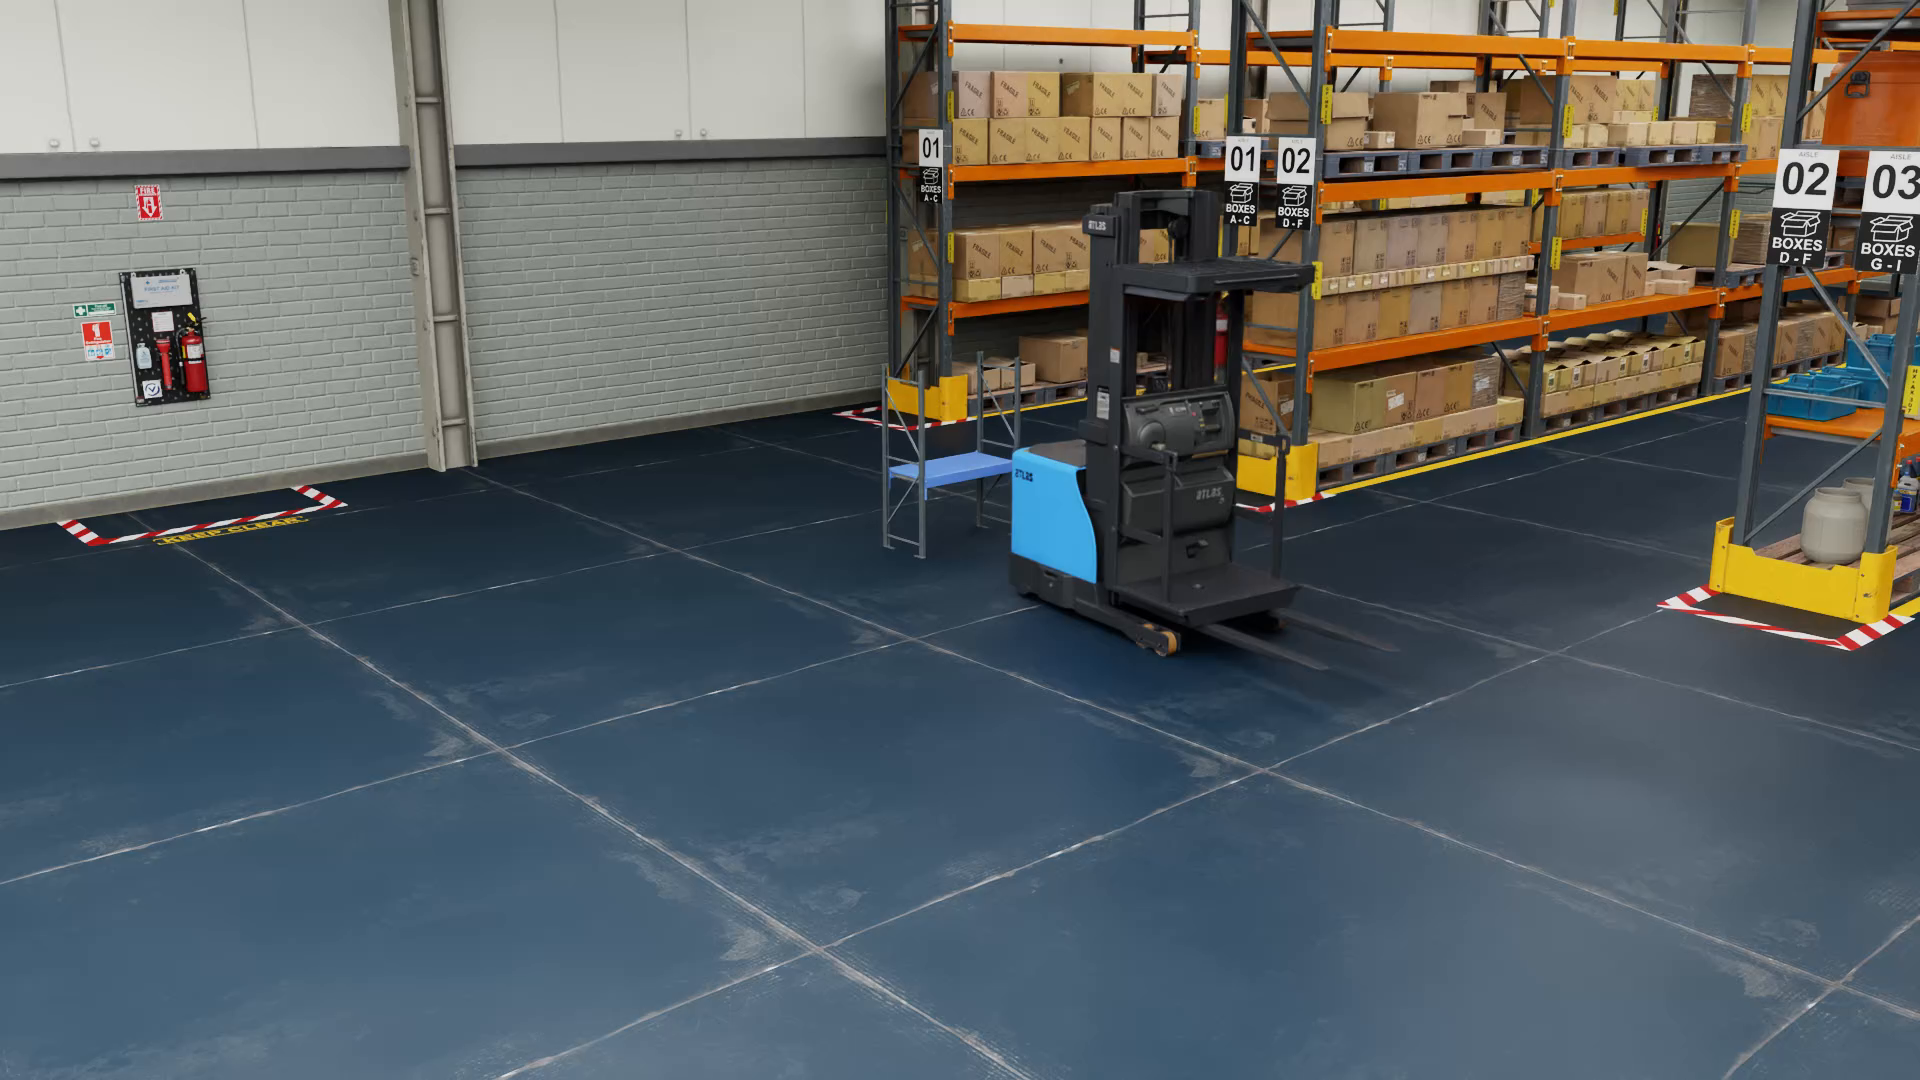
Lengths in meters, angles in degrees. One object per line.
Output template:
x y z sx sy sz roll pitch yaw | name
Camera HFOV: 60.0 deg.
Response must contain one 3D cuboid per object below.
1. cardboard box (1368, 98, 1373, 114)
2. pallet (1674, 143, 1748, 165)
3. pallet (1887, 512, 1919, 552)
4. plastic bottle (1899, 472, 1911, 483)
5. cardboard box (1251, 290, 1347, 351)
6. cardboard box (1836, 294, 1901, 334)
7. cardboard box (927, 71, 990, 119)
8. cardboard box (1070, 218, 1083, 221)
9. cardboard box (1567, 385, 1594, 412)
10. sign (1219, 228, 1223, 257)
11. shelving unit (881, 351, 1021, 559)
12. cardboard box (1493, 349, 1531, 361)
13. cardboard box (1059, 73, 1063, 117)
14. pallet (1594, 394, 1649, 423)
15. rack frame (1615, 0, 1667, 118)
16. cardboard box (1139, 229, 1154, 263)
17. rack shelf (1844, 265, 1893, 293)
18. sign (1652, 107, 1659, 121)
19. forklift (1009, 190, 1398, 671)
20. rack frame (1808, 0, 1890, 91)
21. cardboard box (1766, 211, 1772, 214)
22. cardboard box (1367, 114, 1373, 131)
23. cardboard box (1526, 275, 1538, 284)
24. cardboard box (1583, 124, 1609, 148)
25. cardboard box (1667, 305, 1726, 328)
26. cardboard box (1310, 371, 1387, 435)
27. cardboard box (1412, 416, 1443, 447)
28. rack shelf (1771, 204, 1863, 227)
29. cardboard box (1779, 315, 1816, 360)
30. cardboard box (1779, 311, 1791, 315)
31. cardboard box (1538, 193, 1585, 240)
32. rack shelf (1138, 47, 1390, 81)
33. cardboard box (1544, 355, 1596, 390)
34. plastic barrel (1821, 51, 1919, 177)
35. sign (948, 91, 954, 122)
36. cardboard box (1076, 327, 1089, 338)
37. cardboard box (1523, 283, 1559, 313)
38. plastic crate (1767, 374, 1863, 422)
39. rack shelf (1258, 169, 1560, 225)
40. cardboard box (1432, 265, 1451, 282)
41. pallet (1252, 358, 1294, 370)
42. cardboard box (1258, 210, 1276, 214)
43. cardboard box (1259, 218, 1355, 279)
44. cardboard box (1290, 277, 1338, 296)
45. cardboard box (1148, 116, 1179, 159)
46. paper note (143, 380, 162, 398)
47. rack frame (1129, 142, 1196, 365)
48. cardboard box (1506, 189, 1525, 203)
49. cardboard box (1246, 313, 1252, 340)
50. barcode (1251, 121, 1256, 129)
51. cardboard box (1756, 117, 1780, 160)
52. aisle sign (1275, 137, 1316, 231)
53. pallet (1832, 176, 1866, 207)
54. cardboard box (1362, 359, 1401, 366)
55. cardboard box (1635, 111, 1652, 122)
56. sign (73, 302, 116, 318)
5.895 -6.066 23.789 0.700 0.500 0.500 14 21 43 | cardboard box
8.375 -4.526 19.435 1.003 0.211 1.213 -12 19 -37 | pallet
7.605 0.003 13.331 1.213 0.211 1.003 -13 19 -39 | pallet
7.950 -0.432 13.990 0.097 0.271 0.097 0 15 0 | plastic bottle
3.154 -2.070 15.494 0.500 0.500 0.700 -13 19 -39 | cardboard box
13.260 -3.304 24.291 0.637 0.503 0.797 -13 19 -39 | cardboard box
-0.011 -4.917 18.364 0.500 0.500 0.500 14 21 43 | cardboard box
1.672 -3.760 20.814 0.500 0.500 0.500 -13 20 -40 | cardboard box
6.665 -1.604 18.456 0.500 0.250 0.500 -12 19 -38 | cardboard box
2.448 -2.727 15.444 0.005 0.325 0.100 -13 19 -39 | sign
-0.064 -0.710 13.502 1.048 1.500 0.538 -13 19 -39 | shelving unit
6.317 -1.982 18.785 0.500 0.311 0.500 -12 19 -38 | cardboard box
0.868 -5.281 19.725 0.500 0.500 0.500 -13 20 -39 | cardboard box
7.262 -1.616 19.390 1.213 0.211 1.003 -13 19 -39 | pallet
11.609 -8.518 28.201 0.127 3.000 1.000 -13 19 -39 | rack frame
2.030 -3.660 20.439 0.500 0.500 0.500 -13 20 -40 | cardboard box
13.355 -3.969 24.192 4.000 0.370 1.077 -13 19 -39 | rack shelf
8.474 -5.105 20.237 0.005 0.325 0.100 -13 19 -39 | sign
1.603 -0.793 11.040 1.130 2.935 3.031 -10 18 -33 | forklift
11.846 -6.876 22.056 0.127 3.000 1.000 -13 19 -39 | rack frame
11.342 -4.193 22.626 0.700 0.500 0.500 8 17 28 | cardboard box
3.909 -3.963 16.047 0.500 0.311 0.500 -10 18 -33 | cardboard box
9.223 -4.044 27.106 0.500 0.500 0.700 -12 19 -39 | cardboard box
6.695 -4.399 18.069 0.500 0.250 0.500 14 20 42 | cardboard box
9.420 -2.882 21.266 0.500 0.250 0.500 -12 19 -37 | cardboard box
3.720 -1.315 15.920 0.500 0.500 0.500 -13 19 -39 | cardboard box
4.477 -1.121 16.649 0.500 0.250 0.500 -13 19 -39 | cardboard box
7.551 -2.421 12.582 4.000 0.370 1.077 -13 19 -39 | rack shelf
10.905 -2.677 21.949 0.500 0.500 0.500 -12 19 -39 | cardboard box
10.926 -2.856 22.621 0.500 0.500 0.500 -12 19 -39 | cardboard box
9.566 -5.298 27.191 0.700 0.700 0.980 -13 20 -41 | cardboard box
4.065 -6.283 22.004 4.000 0.370 1.077 -13 19 -39 | rack shelf
6.668 -1.874 18.379 0.500 0.311 0.500 -13 20 -40 | cardboard box
6.326 -2.947 11.512 0.708 0.830 0.600 -13 19 -39 | plastic barrel
-0.105 -4.675 17.933 0.005 0.325 0.100 -13 19 -39 | sign
1.800 -2.408 20.943 0.500 0.500 0.500 14 21 43 | cardboard box
6.154 -2.642 18.120 0.500 0.250 0.500 -11 19 -36 | cardboard box
6.224 -1.052 12.162 0.616 0.251 0.499 -13 19 -39 | plastic crate
4.302 -3.386 16.194 4.000 0.370 1.077 -13 19 -39 | rack shelf
4.589 -2.636 16.357 0.250 0.149 0.380 -12 19 -38 | cardboard box
4.064 -2.579 22.997 1.213 0.211 1.003 -13 19 -39 | pallet
4.301 -4.228 22.720 0.500 0.500 0.700 -13 19 -39 | cardboard box
3.194 -2.706 15.360 0.500 0.500 0.700 -13 19 -39 | cardboard box
3.231 -2.332 15.215 0.250 0.149 0.380 -13 20 -40 | cardboard box
2.336 -4.960 20.460 0.500 0.500 0.500 -12 19 -38 | cardboard box
-7.095 -1.326 14.610 0.142 0.148 0.016 -13 19 -39 | paper note
2.557 -3.587 21.365 0.127 3.000 1.000 -13 19 -39 | rack frame
8.407 -5.377 25.805 0.500 0.250 0.500 -12 19 -38 | cardboard box
3.869 -2.895 22.768 0.500 0.500 0.700 -12 19 -39 | cardboard box
2.705 -3.820 15.301 0.075 0.075 0.001 -13 19 -39 | barcode
9.520 -4.965 20.518 0.500 0.500 0.910 -13 19 -39 | cardboard box
2.945 -3.130 14.620 0.004 0.787 0.394 -13 19 -39 | aisle sign
6.731 -2.459 11.698 1.213 0.211 1.003 -13 19 -39 | pallet
4.126 -1.588 16.942 0.500 0.500 0.500 -13 19 -39 | cardboard box
11.231 -7.072 27.883 0.500 0.250 0.500 -12 19 -38 | cardboard box
-7.392 -1.967 14.206 0.331 0.109 0.001 -13 19 -39 | sign
